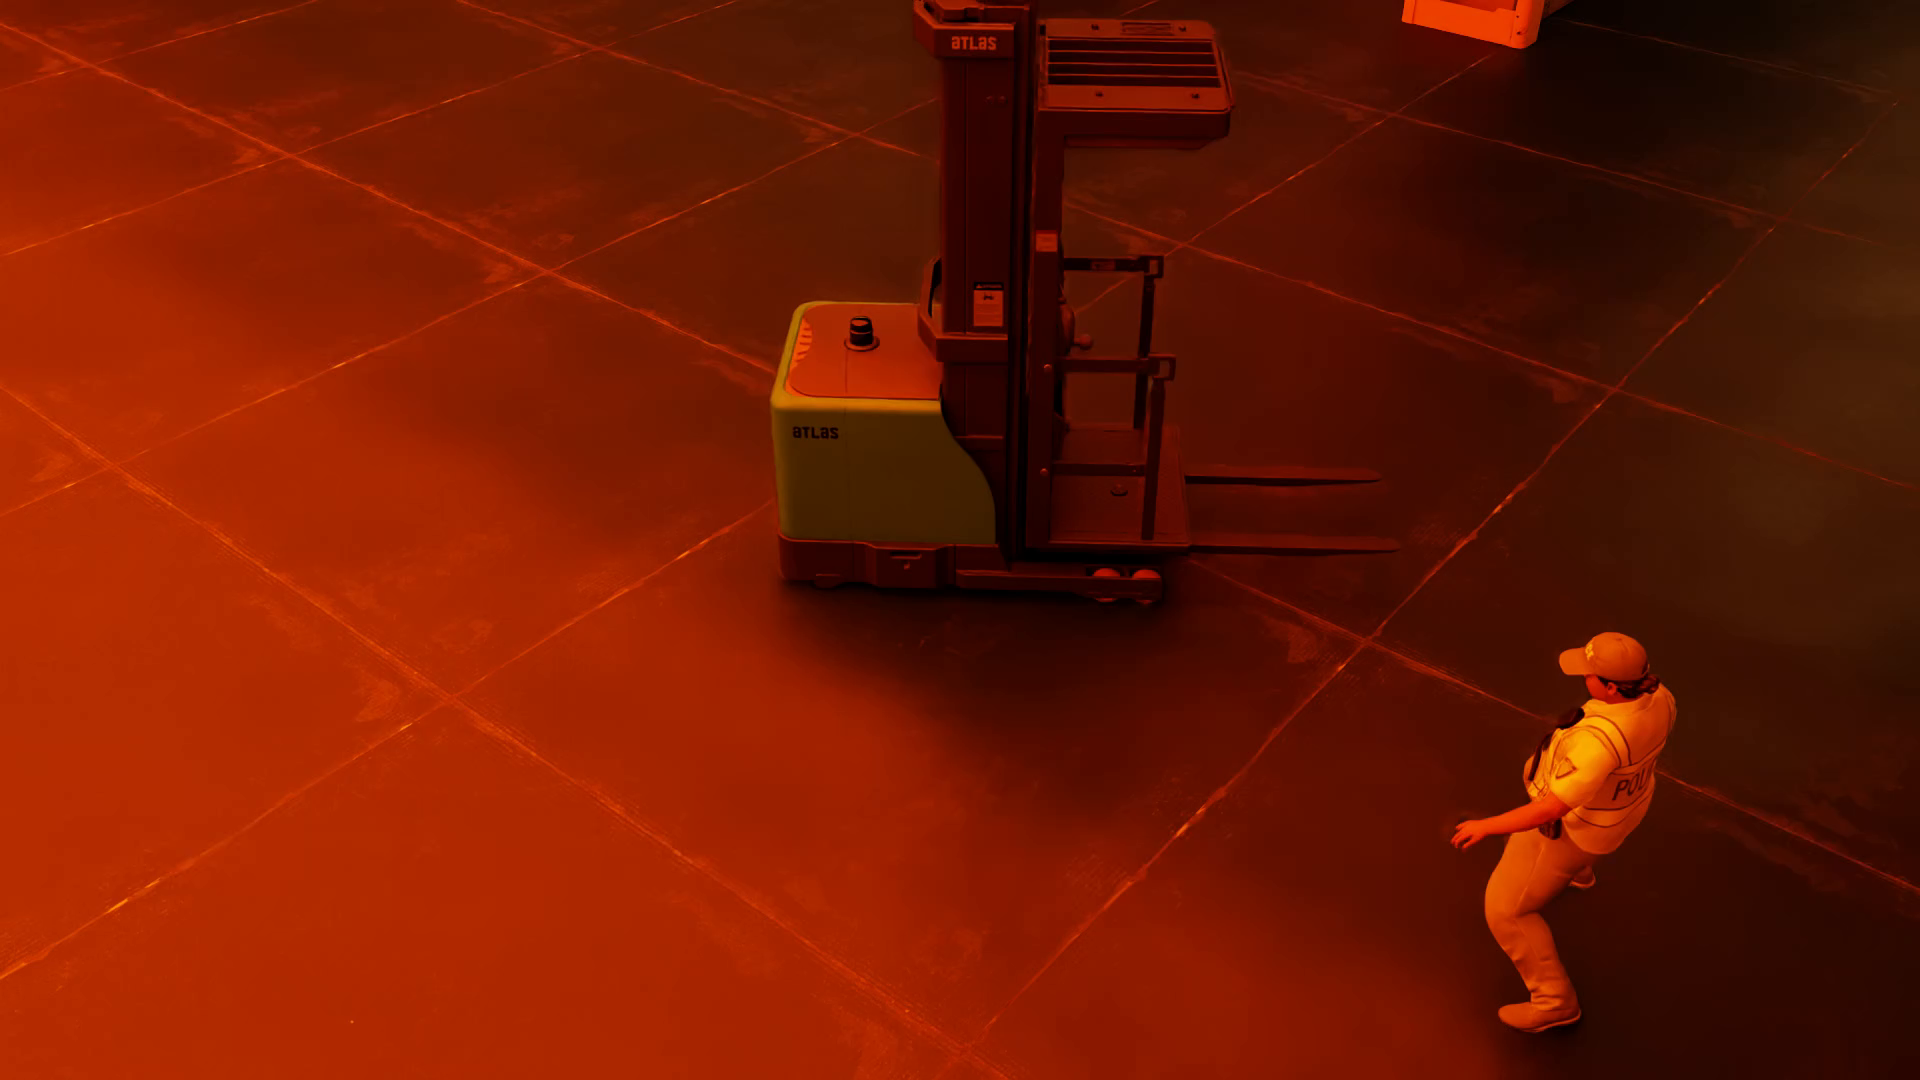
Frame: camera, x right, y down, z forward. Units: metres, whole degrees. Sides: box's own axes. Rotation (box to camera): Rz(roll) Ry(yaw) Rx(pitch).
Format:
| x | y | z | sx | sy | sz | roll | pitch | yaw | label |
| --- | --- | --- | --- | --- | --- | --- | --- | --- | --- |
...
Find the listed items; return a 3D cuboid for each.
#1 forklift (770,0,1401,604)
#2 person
| x | y | z | sx | sy | sz | roll | pitch | yaw | label |
| --- | --- | --- | --- | --- | --- | --- | --- | --- | --- |
| 0.646 | -1.198 | 7.665 | 3.031 | 2.935 | 1.130 | 2 | 36 | 2 | forklift |
| 2.185 | 0.941 | 5.933 | 0.886 | 1.552 | 0.649 | -28 | 45 | -33 | person |
